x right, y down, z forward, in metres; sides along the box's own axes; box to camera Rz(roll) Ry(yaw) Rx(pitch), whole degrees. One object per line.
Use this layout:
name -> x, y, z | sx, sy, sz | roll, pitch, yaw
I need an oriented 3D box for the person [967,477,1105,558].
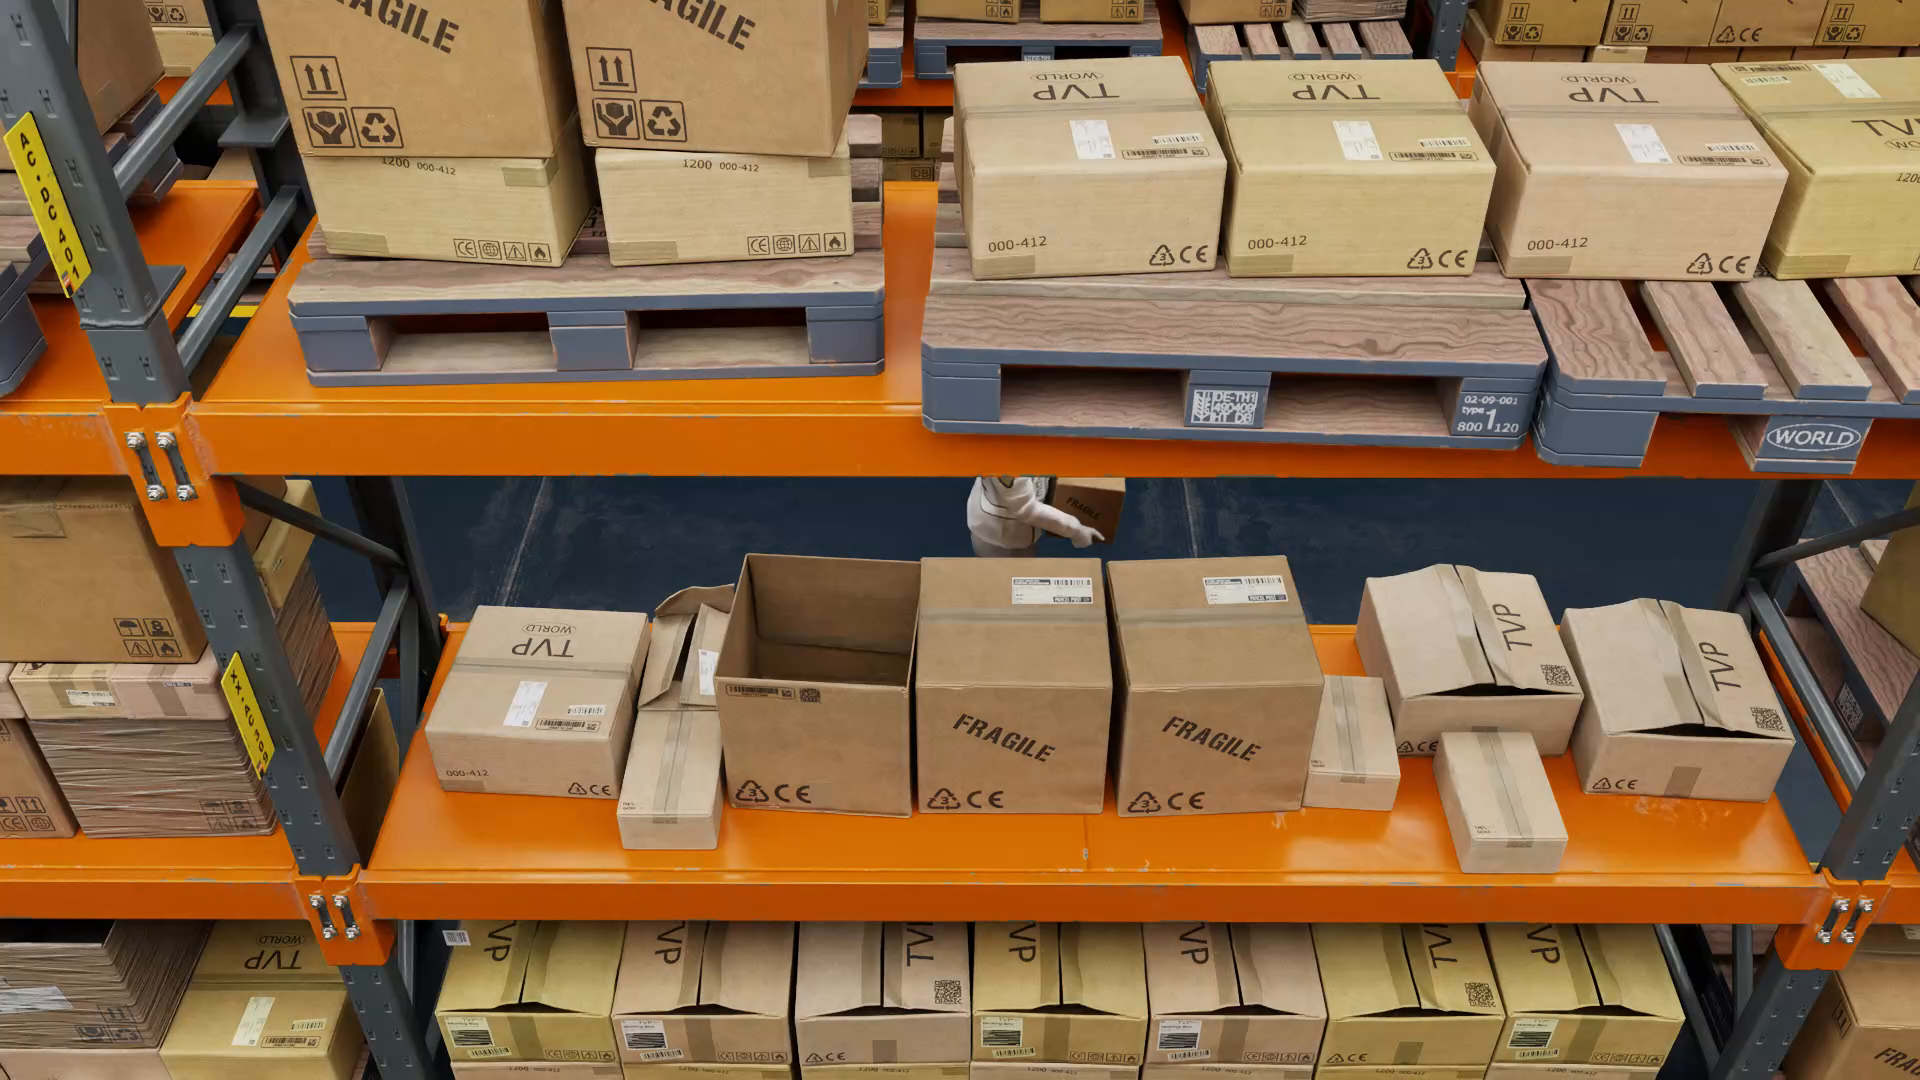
person -> 0.256, -0.048, 6.197 | 0.549, 1.686, 0.459 | 1, 40, 1
